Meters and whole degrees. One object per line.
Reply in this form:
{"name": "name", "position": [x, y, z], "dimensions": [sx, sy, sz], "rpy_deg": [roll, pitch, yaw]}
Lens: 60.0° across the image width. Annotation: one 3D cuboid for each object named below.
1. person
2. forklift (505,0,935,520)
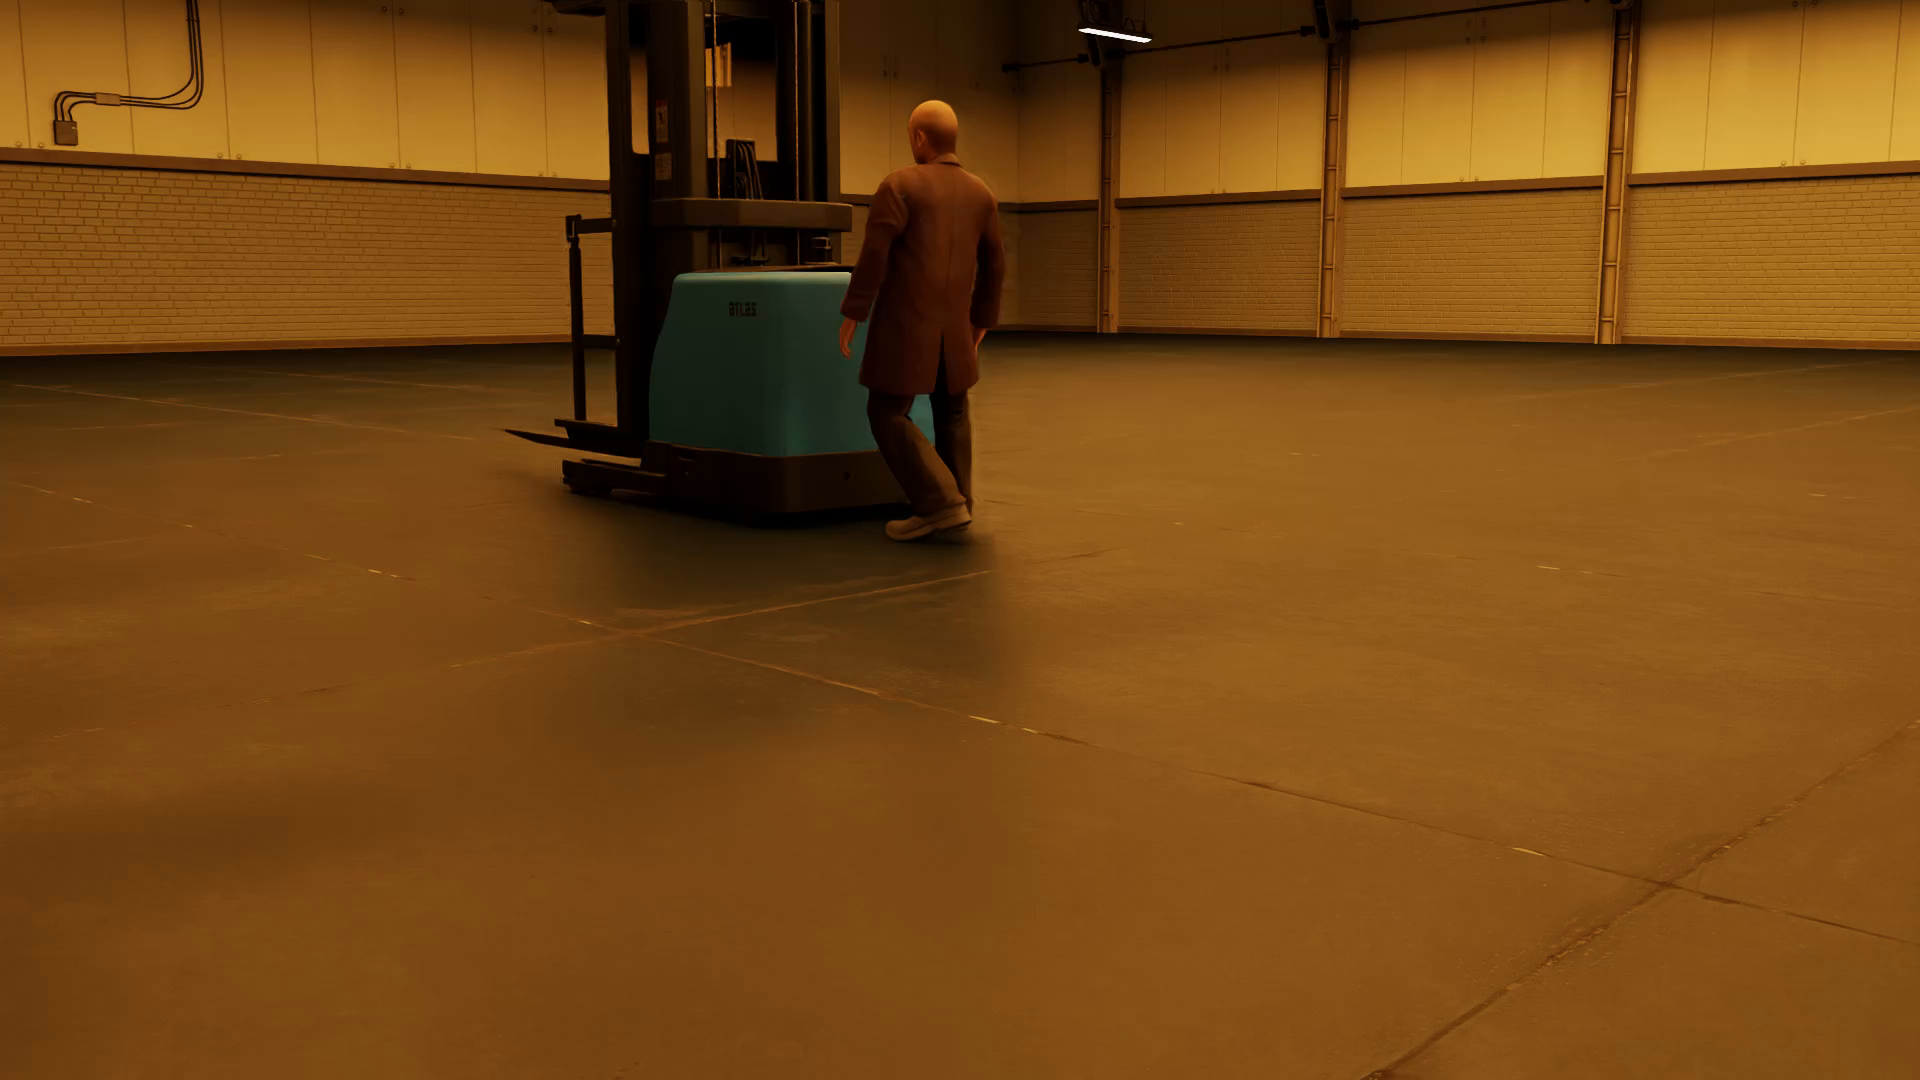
{"name": "person", "position": [-0.196, -0.871, 6.744], "dimensions": [0.758, 1.734, 0.693], "rpy_deg": [-6, 10, -35]}
{"name": "forklift", "position": [-1.333, -1.706, 8.202], "dimensions": [1.130, 2.935, 3.031], "rpy_deg": [-7, 11, -39]}
